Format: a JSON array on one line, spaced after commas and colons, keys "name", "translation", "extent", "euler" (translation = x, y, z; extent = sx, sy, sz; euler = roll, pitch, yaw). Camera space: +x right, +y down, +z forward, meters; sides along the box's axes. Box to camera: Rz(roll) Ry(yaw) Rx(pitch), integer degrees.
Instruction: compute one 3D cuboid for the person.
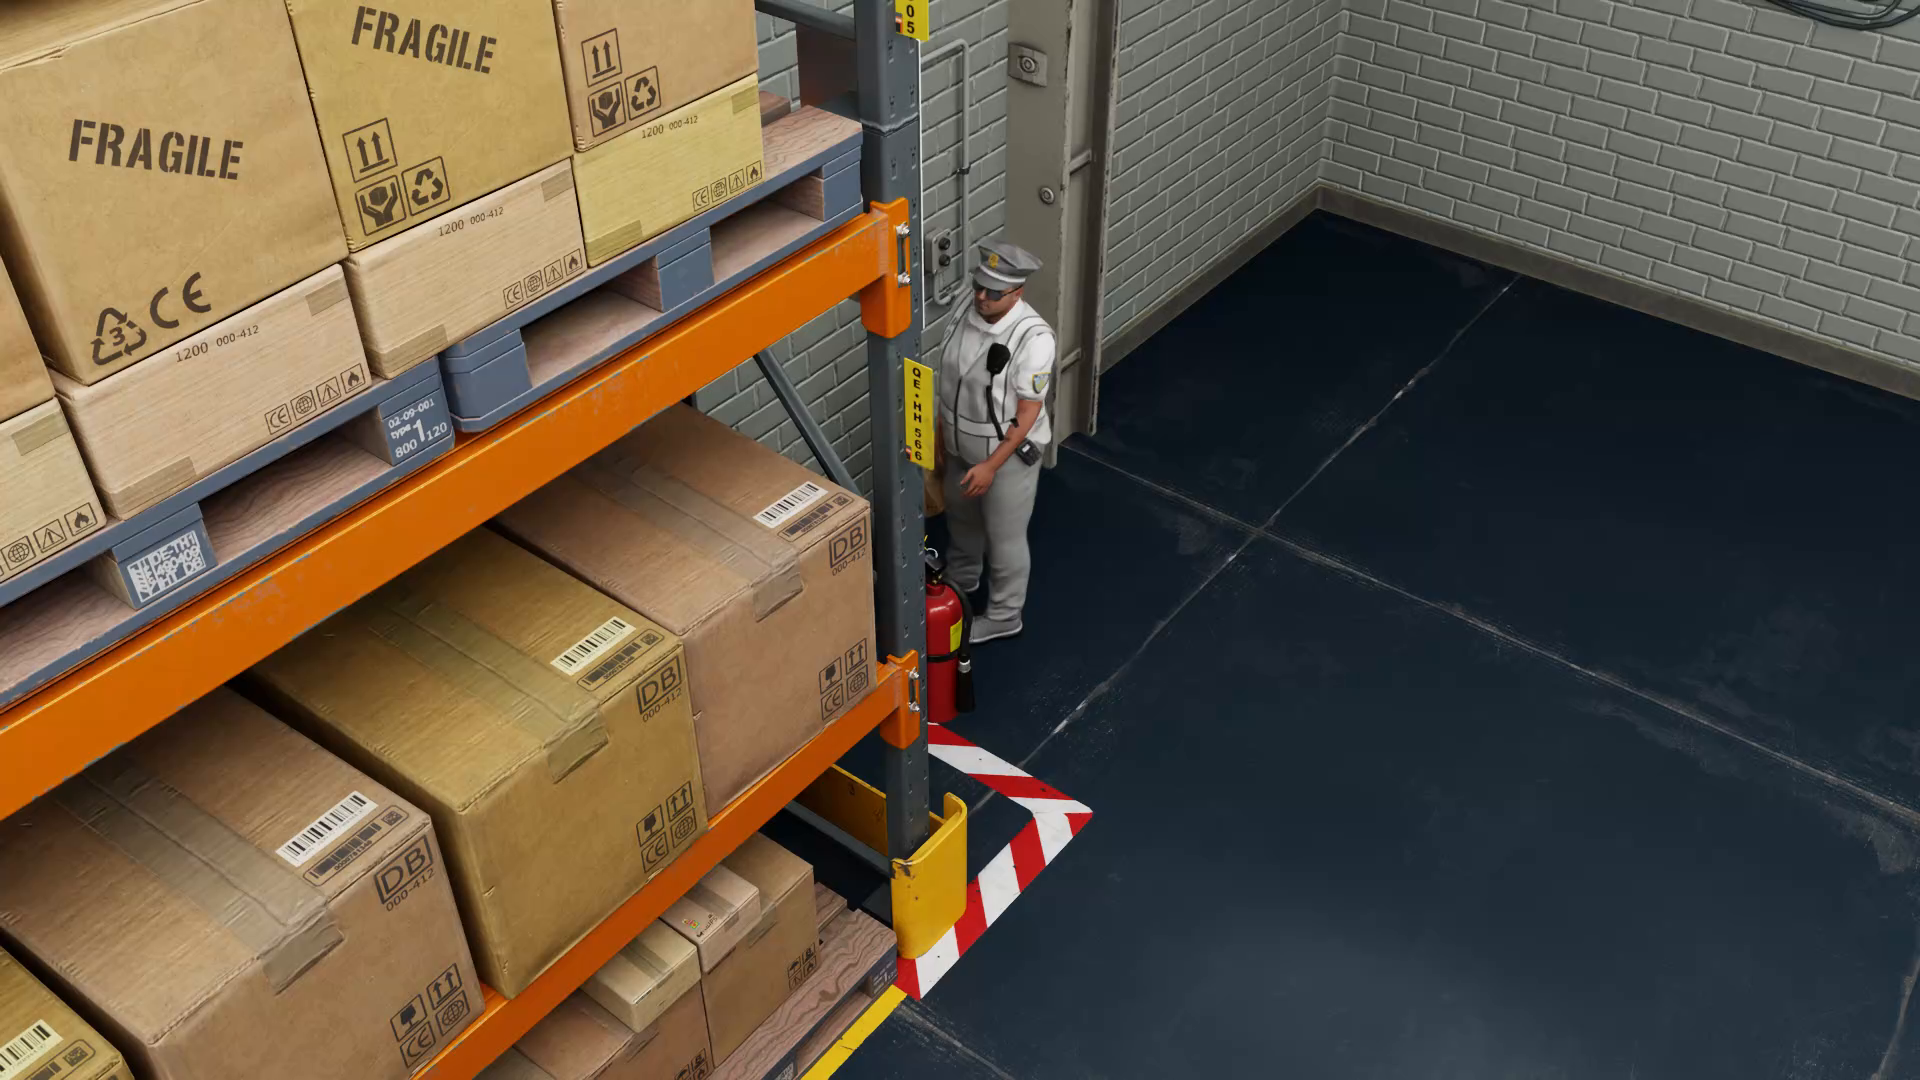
[{"name": "person", "translation": [0.071, -0.394, 6.594], "extent": [0.461, 1.782, 0.602], "euler": [-29, 47, -31]}]
